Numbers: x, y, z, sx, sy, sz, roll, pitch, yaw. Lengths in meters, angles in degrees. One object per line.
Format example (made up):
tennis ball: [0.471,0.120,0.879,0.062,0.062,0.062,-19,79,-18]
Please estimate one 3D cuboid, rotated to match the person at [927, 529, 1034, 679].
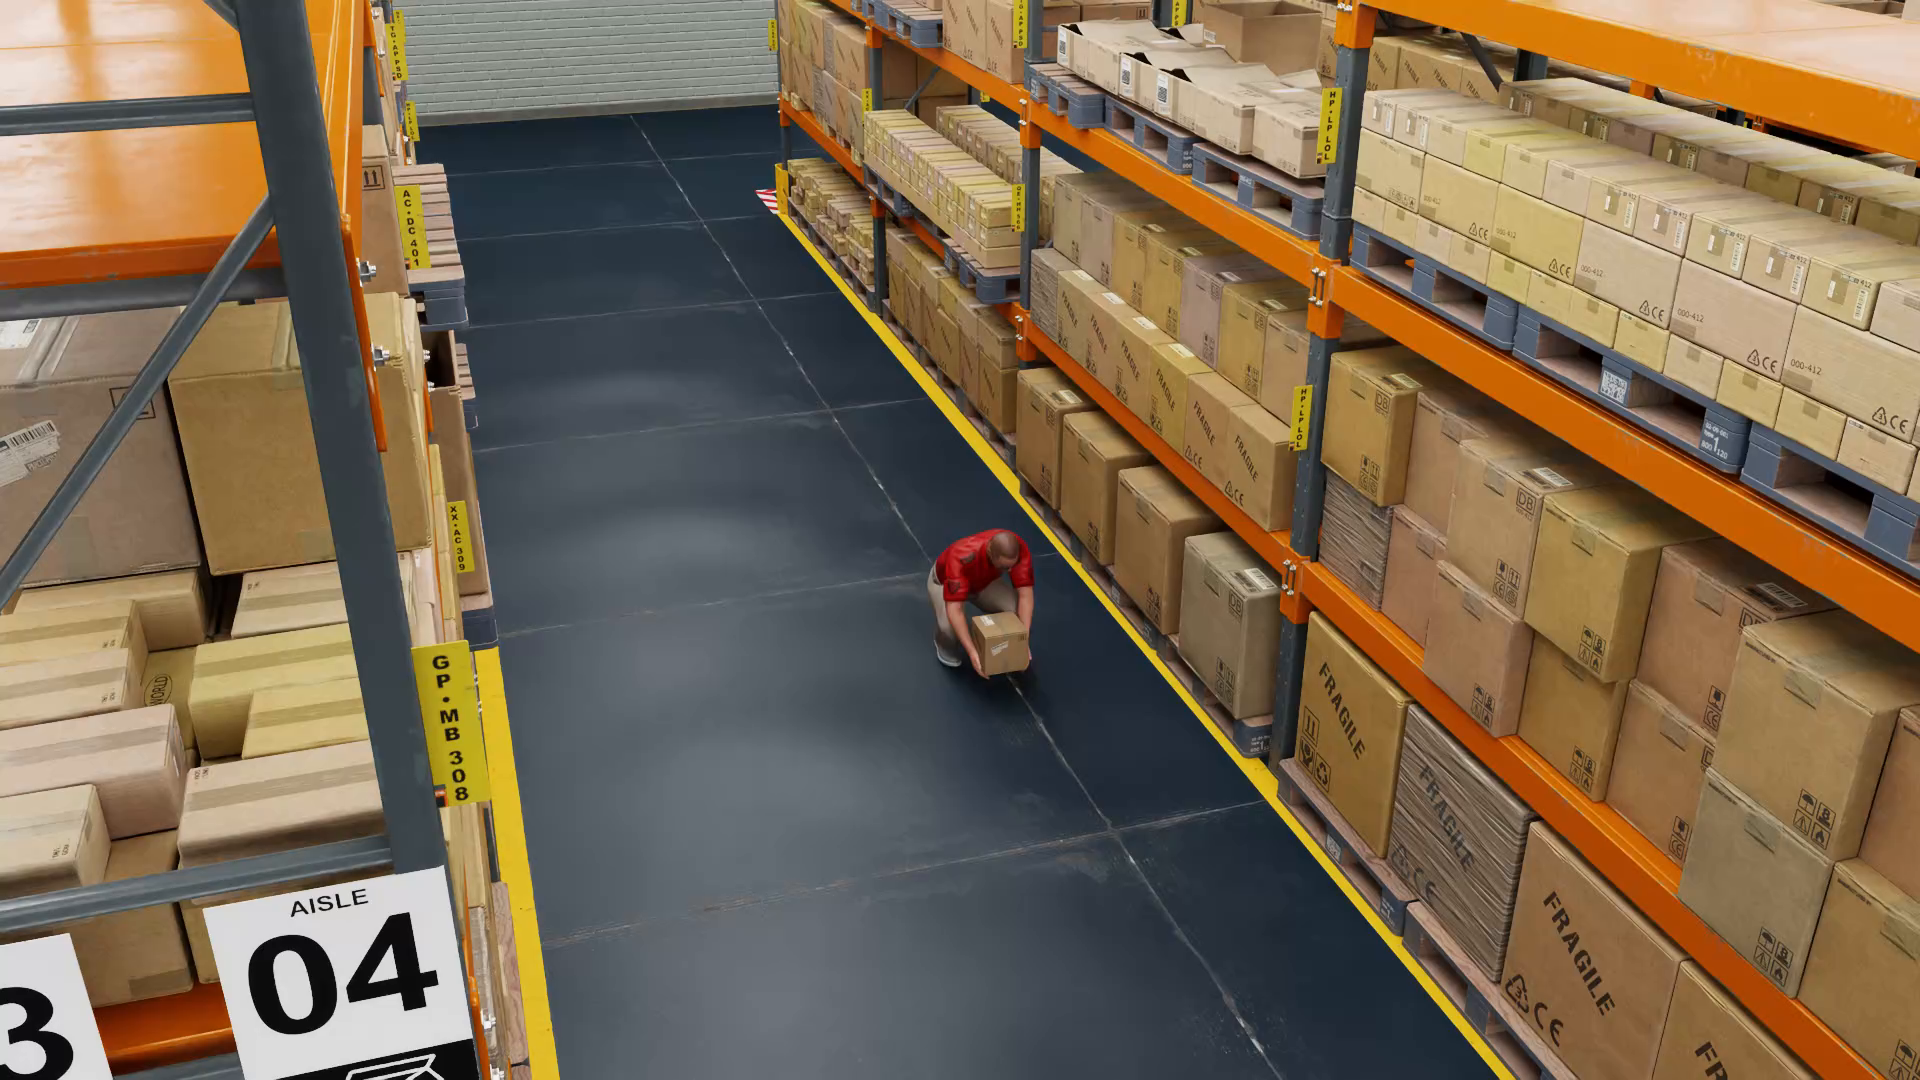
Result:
person: [0.124,0.304,9.650,0.562,0.959,0.878,-8,27,-16]
